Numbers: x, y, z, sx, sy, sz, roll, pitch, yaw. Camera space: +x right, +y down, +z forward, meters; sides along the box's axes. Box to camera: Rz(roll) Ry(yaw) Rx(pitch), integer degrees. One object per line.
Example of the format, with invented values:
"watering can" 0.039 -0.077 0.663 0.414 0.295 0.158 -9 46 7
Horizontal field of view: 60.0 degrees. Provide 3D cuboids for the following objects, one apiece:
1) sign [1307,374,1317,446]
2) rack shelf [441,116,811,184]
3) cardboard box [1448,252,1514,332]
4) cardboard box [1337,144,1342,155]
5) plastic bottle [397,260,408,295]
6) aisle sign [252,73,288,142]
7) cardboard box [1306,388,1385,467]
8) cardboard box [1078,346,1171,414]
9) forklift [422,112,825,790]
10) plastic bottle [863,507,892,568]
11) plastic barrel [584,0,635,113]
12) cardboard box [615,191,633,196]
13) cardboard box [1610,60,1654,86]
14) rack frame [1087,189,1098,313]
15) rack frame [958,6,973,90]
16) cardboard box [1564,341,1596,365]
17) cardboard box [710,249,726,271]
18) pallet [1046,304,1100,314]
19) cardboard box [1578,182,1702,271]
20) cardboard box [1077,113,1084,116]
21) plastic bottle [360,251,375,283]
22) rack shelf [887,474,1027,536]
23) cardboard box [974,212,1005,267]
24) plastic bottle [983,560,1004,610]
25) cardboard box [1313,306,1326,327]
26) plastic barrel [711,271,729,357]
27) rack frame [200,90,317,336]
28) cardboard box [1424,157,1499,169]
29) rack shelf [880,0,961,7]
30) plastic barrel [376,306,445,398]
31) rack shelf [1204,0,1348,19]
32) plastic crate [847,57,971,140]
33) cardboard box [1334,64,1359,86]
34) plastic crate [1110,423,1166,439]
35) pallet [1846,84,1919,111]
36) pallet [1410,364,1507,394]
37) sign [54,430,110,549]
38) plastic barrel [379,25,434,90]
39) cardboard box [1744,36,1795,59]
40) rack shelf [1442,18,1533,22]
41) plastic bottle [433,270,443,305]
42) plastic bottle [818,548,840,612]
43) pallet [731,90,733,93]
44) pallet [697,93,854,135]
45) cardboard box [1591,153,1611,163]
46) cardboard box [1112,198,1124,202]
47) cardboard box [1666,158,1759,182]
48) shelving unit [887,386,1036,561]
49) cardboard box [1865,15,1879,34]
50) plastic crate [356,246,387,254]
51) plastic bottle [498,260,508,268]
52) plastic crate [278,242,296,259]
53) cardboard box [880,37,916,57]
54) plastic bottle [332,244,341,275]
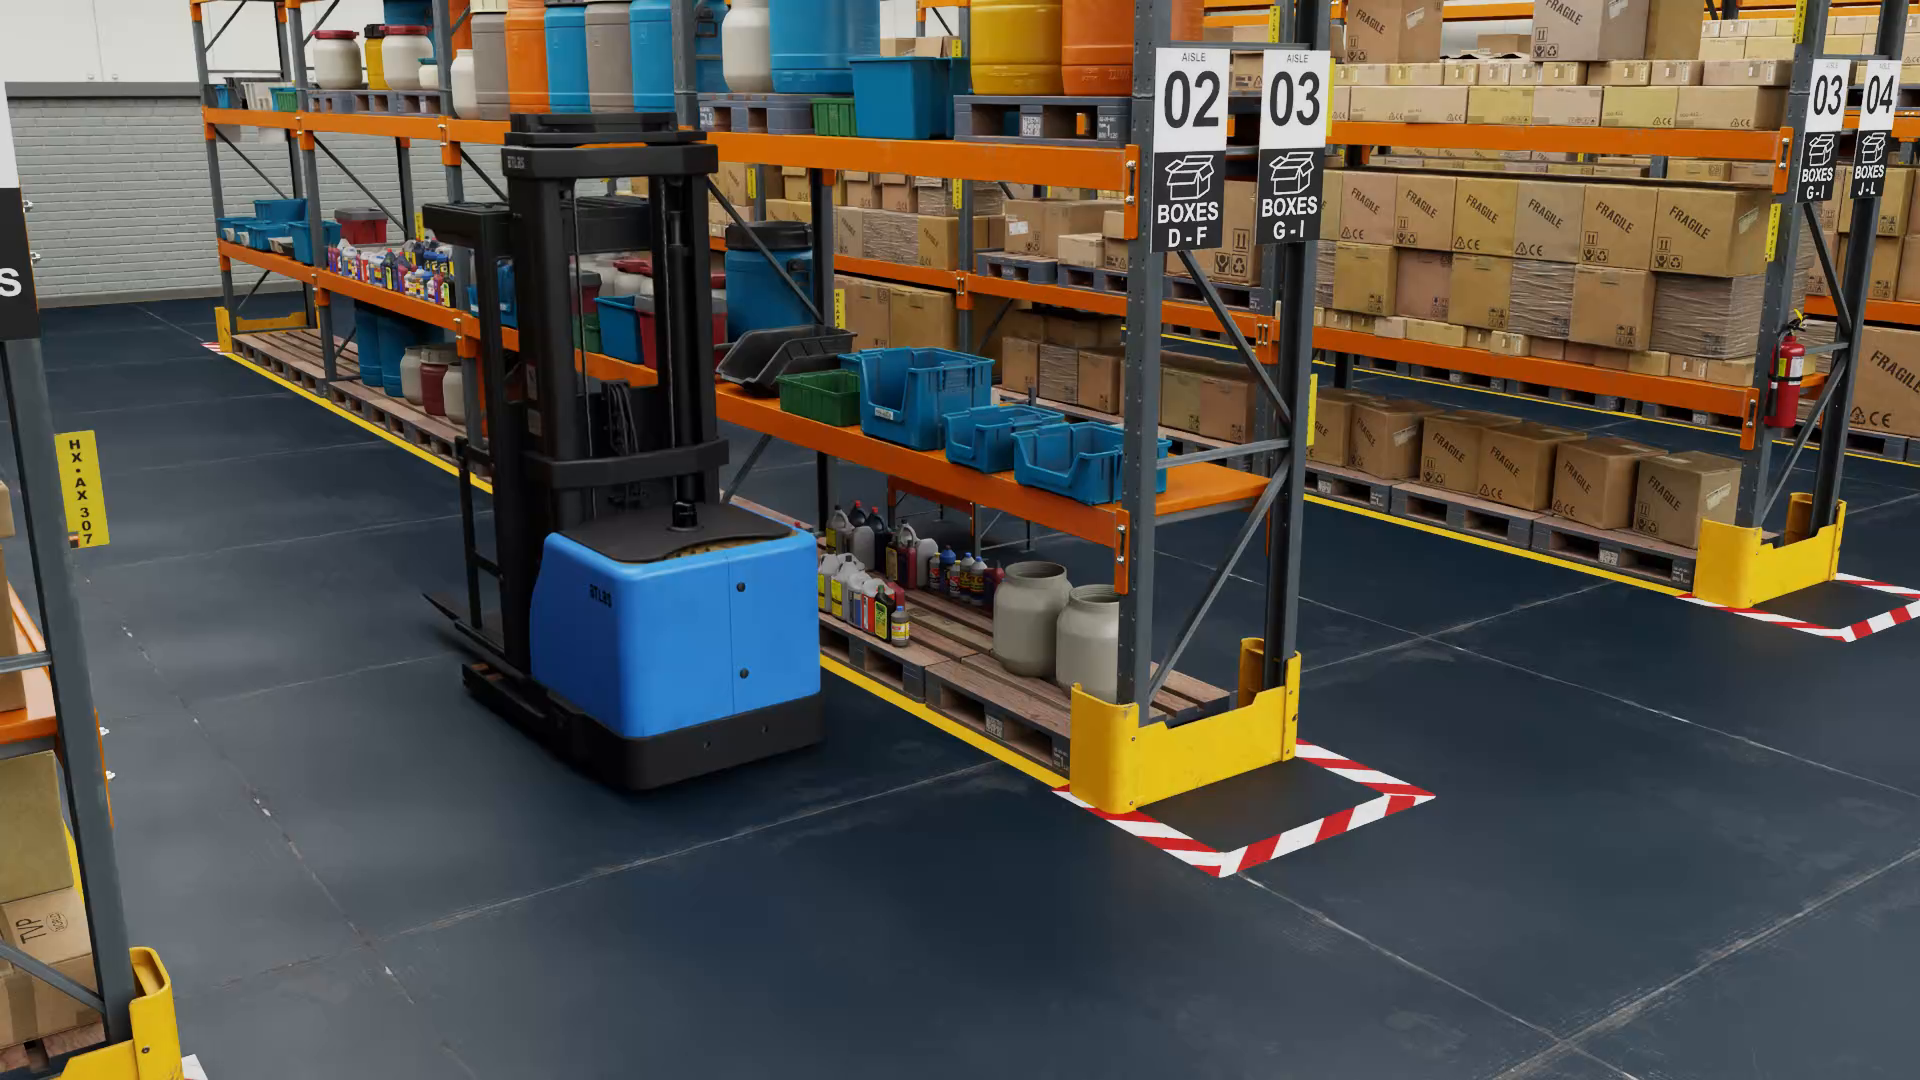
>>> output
"sign" 1.568 -0.585 7.506 0.100 0.325 0.005 -11 19 -35
"rack shelf" -2.407 -2.748 11.614 1.077 0.370 4.000 -11 19 -35
"cardboard box" 3.891 -1.759 11.568 0.875 0.500 0.500 -11 19 -35
"cardboard box" 5.587 -5.824 25.091 0.500 0.500 0.500 -11 19 -35
"plastic bottle" -4.838 -2.283 14.456 0.061 0.283 0.133 -11 19 -35
"aisle sign" -8.092 -5.098 19.596 0.394 0.787 0.004 -11 19 -35
"cardboard box" 2.978 -0.895 13.103 0.500 0.500 0.500 -12 19 -36
"cardboard box" 1.509 -1.474 15.180 0.700 0.500 0.500 -9 18 -30
"forklift" -1.933 -0.638 8.354 1.130 2.935 3.031 -11 19 -36
"plastic bottle" -0.507 -0.022 10.157 0.144 0.351 0.185 -12 19 -37
"plastic barrel" -2.090 -3.124 10.676 0.600 0.901 0.600 0 15 0
"cardboard box" -4.217 -4.479 21.978 0.500 0.250 0.500 -11 19 -36
"cardboard box" 4.237 -2.878 10.256 0.380 0.149 0.250 -11 19 -34
"rack frame" 2.143 -4.446 22.139 1.000 3.000 0.127 -11 19 -35
"rack frame" 0.423 -5.737 15.492 1.000 3.000 0.127 -11 19 -35
"cardboard box" 4.209 -1.258 10.964 0.380 0.149 0.250 -11 19 -35
"cardboard box" -2.781 -3.221 20.892 0.875 0.875 0.875 -11 19 -35
"pallet" 1.719 -3.239 23.011 1.003 0.211 1.213 -11 19 -35
"cardboard box" 4.305 -1.994 10.534 0.500 0.500 0.500 -11 19 -35
"cardboard box" 1.105 -3.860 14.600 0.500 0.250 0.500 -10 18 -33
"plastic bottle" -5.427 -2.514 15.313 0.152 0.276 0.135 -11 19 -35
"rack shelf" -0.004 -0.308 11.497 0.538 0.278 1.000 -11 19 -35
"cardboard box" 0.358 -3.038 16.804 0.500 0.500 0.500 -10 18 -33
"plastic bottle" 0.188 0.245 9.312 0.061 0.283 0.133 -10 18 -34
"cardboard box" 2.795 -1.720 12.656 0.380 0.149 0.250 -11 19 -35
"plastic barrel" -1.616 -1.525 11.207 0.433 0.535 0.433 0 15 0
"rack frame" -8.287 -3.783 19.716 1.000 3.000 0.127 -11 19 -35
"cardboard box" 5.353 -3.808 17.724 0.700 0.500 0.500 -11 19 -35
"rack shelf" -0.753 -5.624 17.200 1.077 0.370 4.000 -11 19 -35
"plastic barrel" -5.212 -1.849 15.831 0.600 0.901 0.708 -11 19 -35
"rack shelf" 3.319 -6.373 19.934 1.077 0.370 4.000 -11 19 -35
"plastic crate" -0.244 -2.166 8.157 0.392 0.384 0.575 -11 19 -35
"cardboard box" 2.929 -3.393 12.137 0.380 0.149 0.250 -12 19 -37
"plastic crate" 0.855 -0.480 8.149 0.298 0.136 0.250 -11 19 -35
"pallet" 8.032 -3.705 13.918 1.003 0.211 1.213 -11 19 -35
"pallet" 5.611 -1.807 17.777 1.003 0.211 1.213 -11 19 -35
"sign" -2.436 -0.139 4.613 0.100 0.325 0.005 -11 19 -35
"plastic barrel" -4.747 -4.145 14.303 0.433 0.535 0.433 0 15 0
"cardboard box" 7.206 -4.251 14.480 0.500 0.250 0.500 -11 19 -35
"rack shelf" 8.924 -8.979 28.706 1.077 0.370 4.000 -11 19 -35
"plastic bottle" -4.302 -2.088 13.744 0.061 0.283 0.133 -11 19 -35
"plastic bottle" -0.731 0.213 9.302 0.144 0.351 0.185 -11 19 -35
"pallet" -2.401 -5.278 19.665 1.003 0.211 1.213 -11 19 -35
"pallet" -0.728 -2.438 9.476 1.213 0.211 1.003 -11 19 -35
"cardboard box" 8.347 -5.056 22.282 0.500 0.500 0.500 -12 19 -36
"cardboard box" 2.170 -4.314 21.335 0.380 0.149 0.250 -11 18 -34
"cardboard box" 7.036 -3.247 15.427 0.875 0.550 0.550 -11 19 -35
"shelving unit" -0.004 -0.544 11.433 0.538 1.125 1.048 -11 19 -35
"cardboard box" 7.680 -4.243 13.697 0.380 0.149 0.250 -11 19 -35
"plastic crate" -6.093 -2.952 17.067 0.396 0.136 0.243 -11 19 -35
"plastic bottle" -4.026 -2.345 14.683 0.061 0.283 0.133 -11 19 -35
"plastic crate" -6.810 -3.023 17.345 0.437 0.125 0.590 -11 19 -35
"cardboard box" -0.572 -4.831 16.878 0.500 0.500 0.500 -10 18 -32
"plastic bottle" -5.986 -2.700 15.979 0.061 0.283 0.133 -11 19 -35
